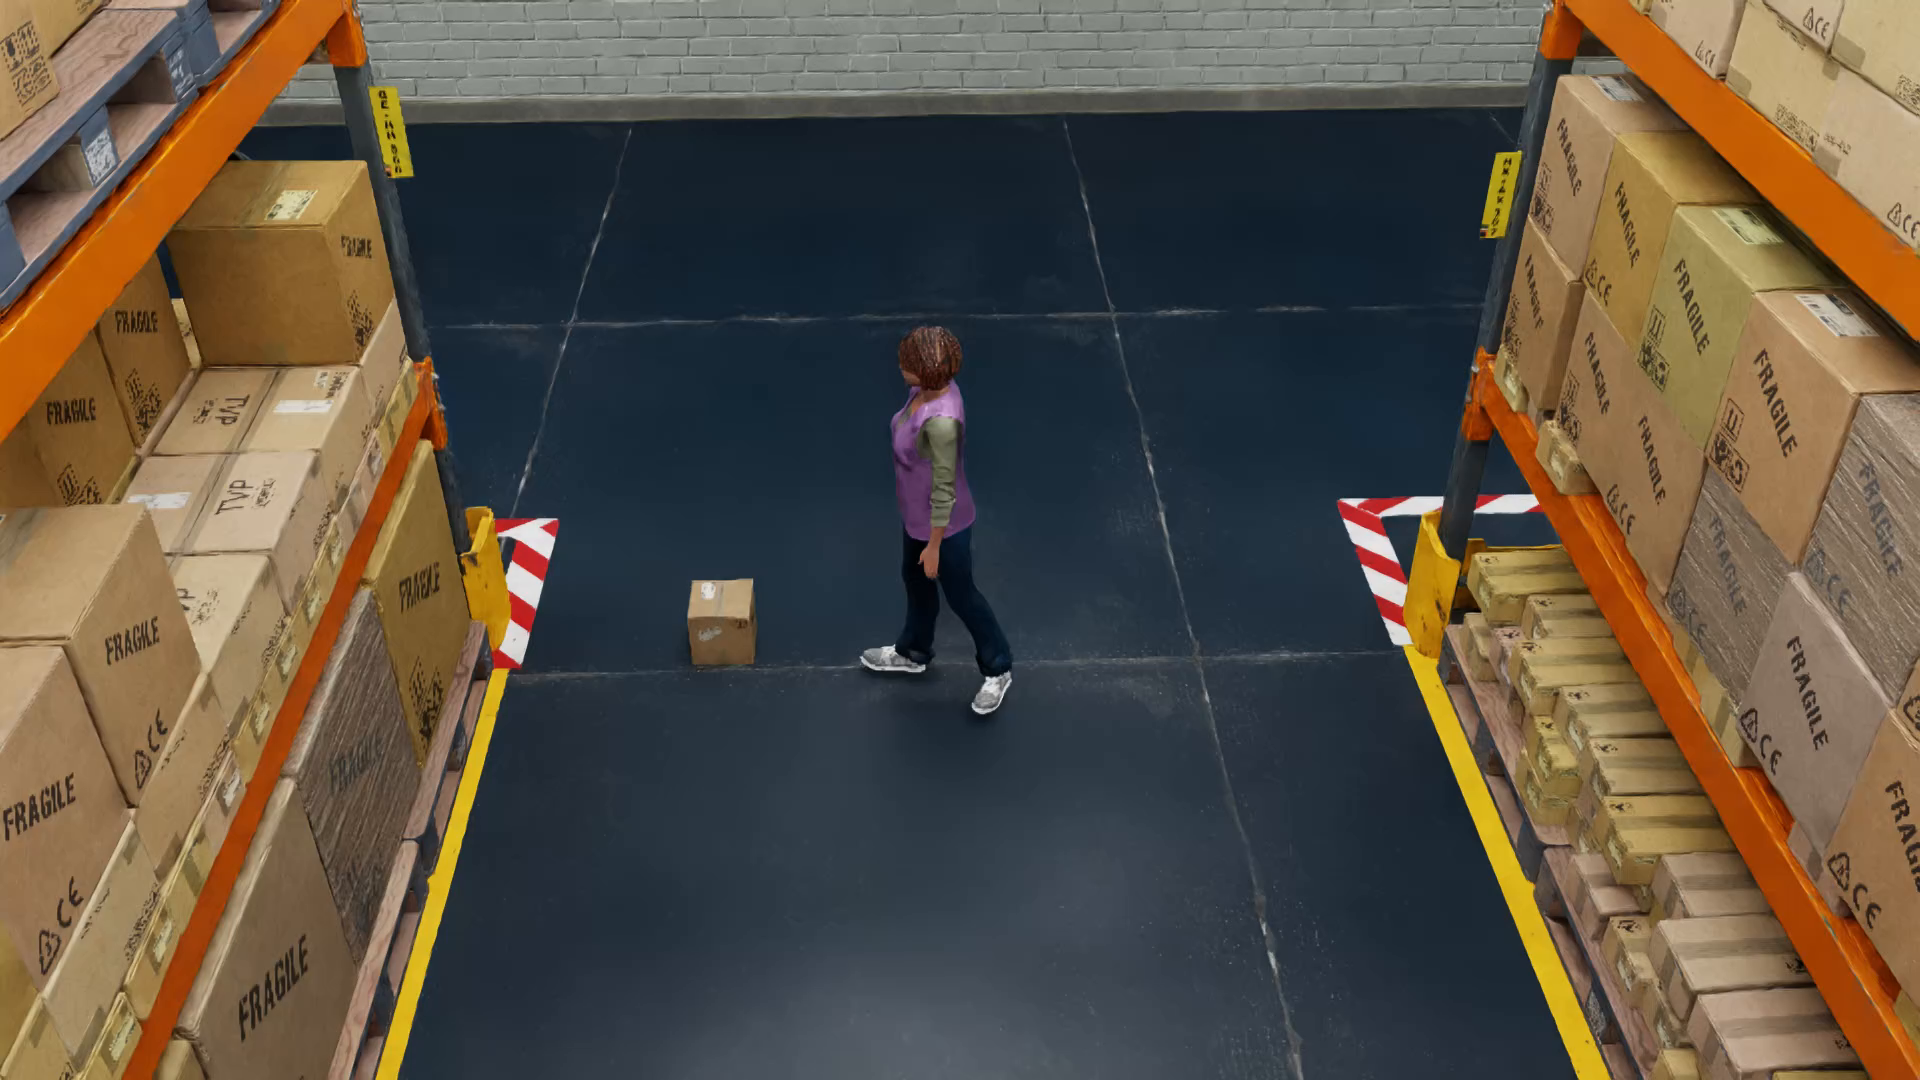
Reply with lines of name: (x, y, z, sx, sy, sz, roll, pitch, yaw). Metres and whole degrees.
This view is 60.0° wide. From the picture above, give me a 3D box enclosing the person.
person: (-0.098, -0.104, 6.283, 0.584, 1.583, 0.634, -6, 36, -9)
